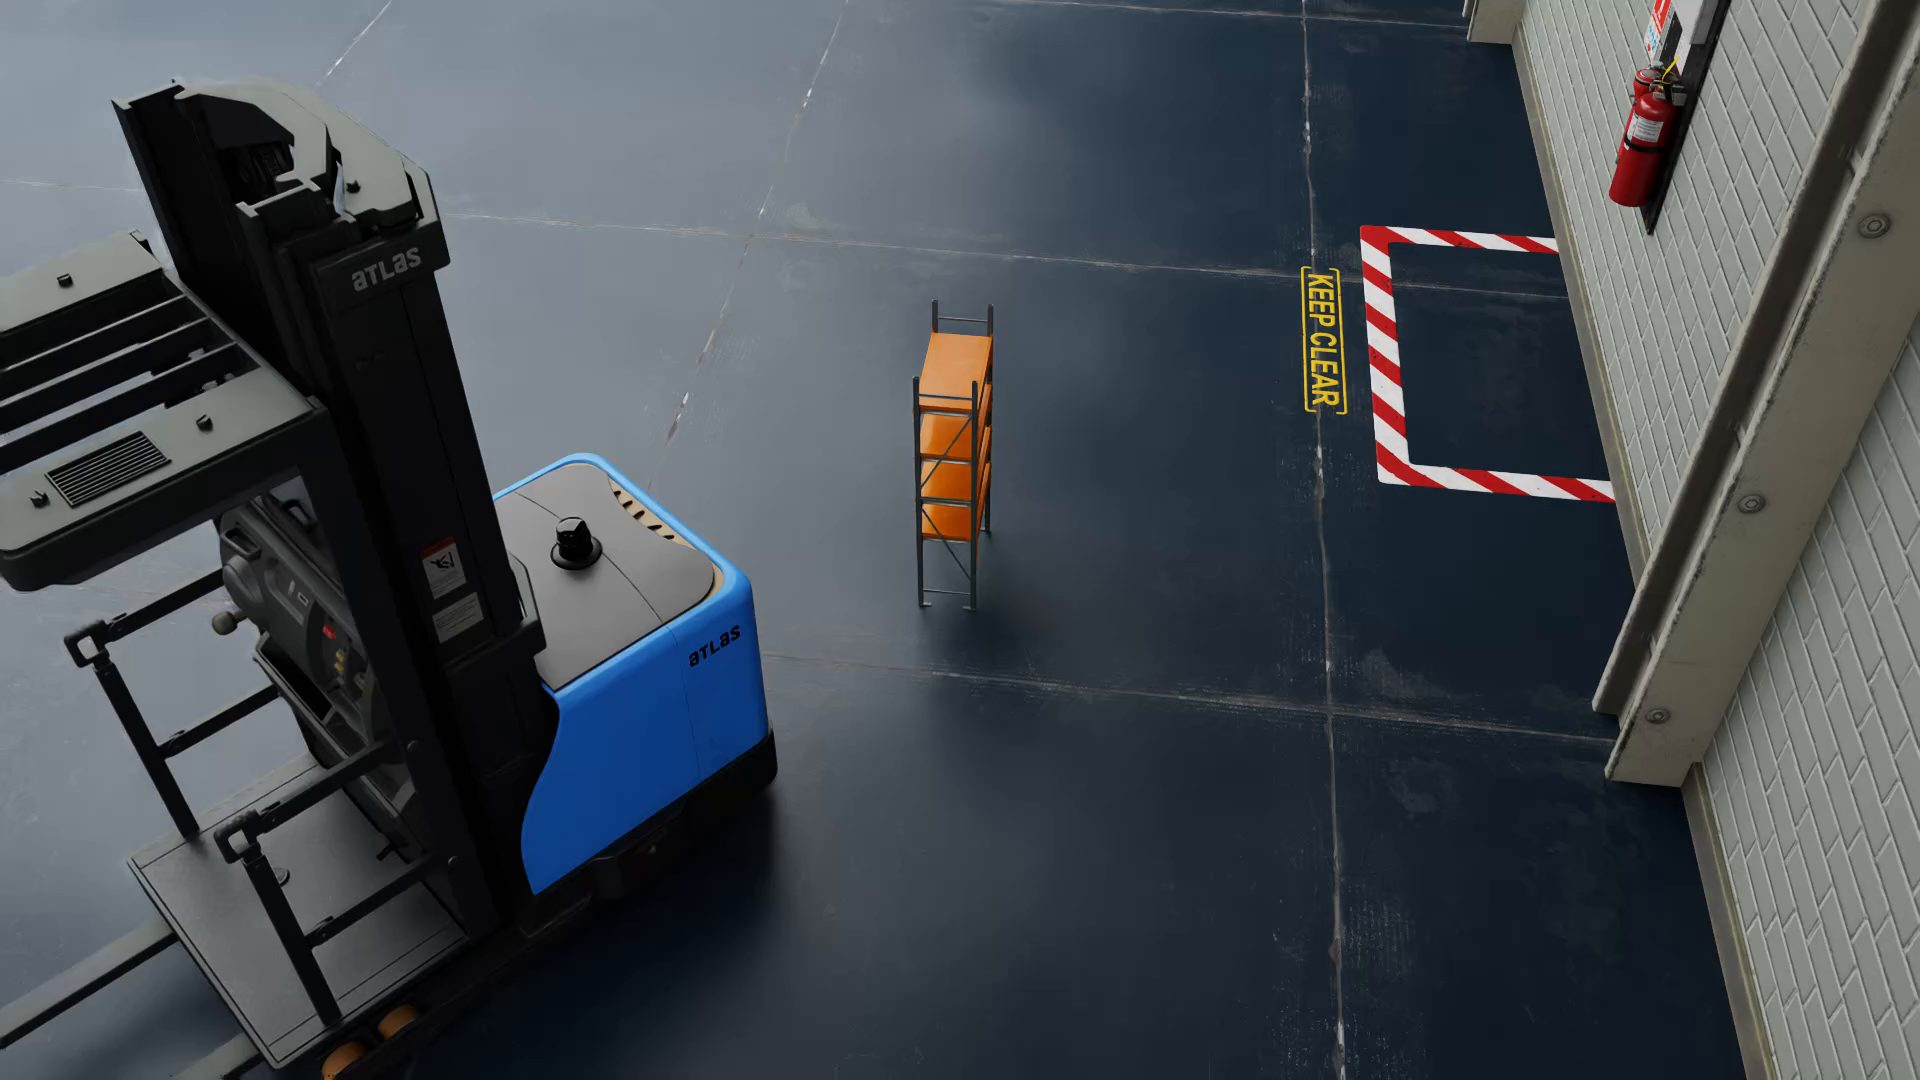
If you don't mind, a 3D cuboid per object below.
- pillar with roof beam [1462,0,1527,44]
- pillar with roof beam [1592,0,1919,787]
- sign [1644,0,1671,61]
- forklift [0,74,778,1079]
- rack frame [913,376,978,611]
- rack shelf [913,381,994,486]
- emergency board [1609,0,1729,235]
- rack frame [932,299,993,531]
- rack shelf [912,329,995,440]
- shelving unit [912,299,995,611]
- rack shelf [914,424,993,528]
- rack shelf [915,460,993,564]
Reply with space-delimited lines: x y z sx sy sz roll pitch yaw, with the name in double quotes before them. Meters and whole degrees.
"pillar with roof beam" -0.848 -6.963 8.059 9.100 9.000 0.400 5 44 6
"pillar with roof beam" -1.641 -2.874 3.740 9.100 9.000 0.400 5 44 6
"sign" 3.166 -2.365 7.541 0.001 0.329 0.234 5 44 6
"forklift" -2.099 0.309 4.792 3.031 2.935 1.130 -33 53 -30
"rack frame" -0.054 -0.157 6.543 0.240 1.200 0.015 5 44 6
"rack shelf" -0.022 -0.436 6.611 0.258 0.148 0.480 5 44 6
"emergency board" 2.990 -1.985 7.165 0.194 1.169 0.643 5 44 6
"rack frame" 0.010 -0.489 6.894 0.240 1.200 0.015 5 44 6
"rack shelf" -0.022 -0.608 6.448 0.258 0.148 0.480 5 44 6
"shelving unit" -0.022 -0.323 6.718 0.258 1.200 0.503 5 44 6
"rack shelf" -0.022 -0.274 6.765 0.258 0.148 0.480 5 44 6
"rack shelf" -0.022 -0.130 6.901 0.258 0.148 0.480 5 44 6
